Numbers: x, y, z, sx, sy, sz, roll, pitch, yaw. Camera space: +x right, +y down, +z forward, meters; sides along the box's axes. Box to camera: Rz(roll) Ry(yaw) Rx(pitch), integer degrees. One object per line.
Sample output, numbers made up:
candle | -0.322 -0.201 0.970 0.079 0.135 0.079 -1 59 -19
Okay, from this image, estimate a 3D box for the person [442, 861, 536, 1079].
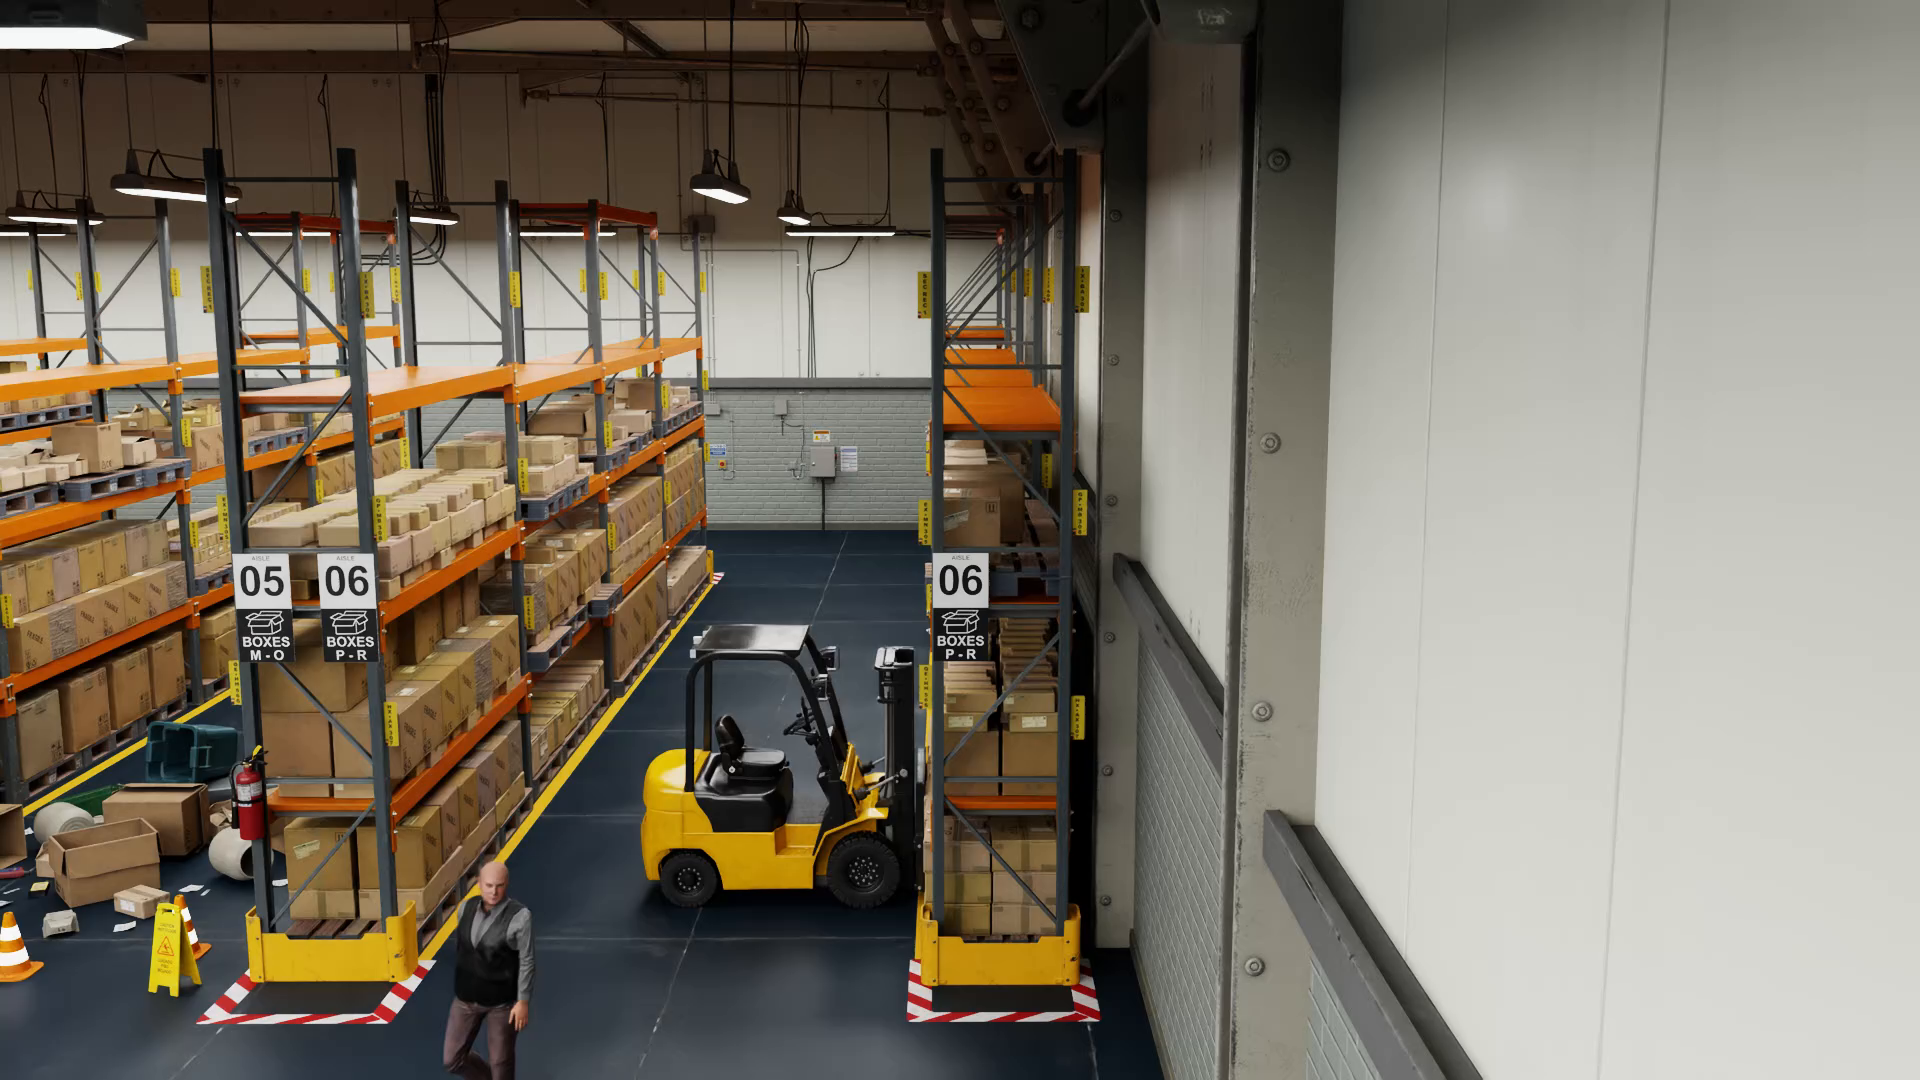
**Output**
person | -2.834 2.735 10.016 0.653 1.703 0.450 2 9 13
